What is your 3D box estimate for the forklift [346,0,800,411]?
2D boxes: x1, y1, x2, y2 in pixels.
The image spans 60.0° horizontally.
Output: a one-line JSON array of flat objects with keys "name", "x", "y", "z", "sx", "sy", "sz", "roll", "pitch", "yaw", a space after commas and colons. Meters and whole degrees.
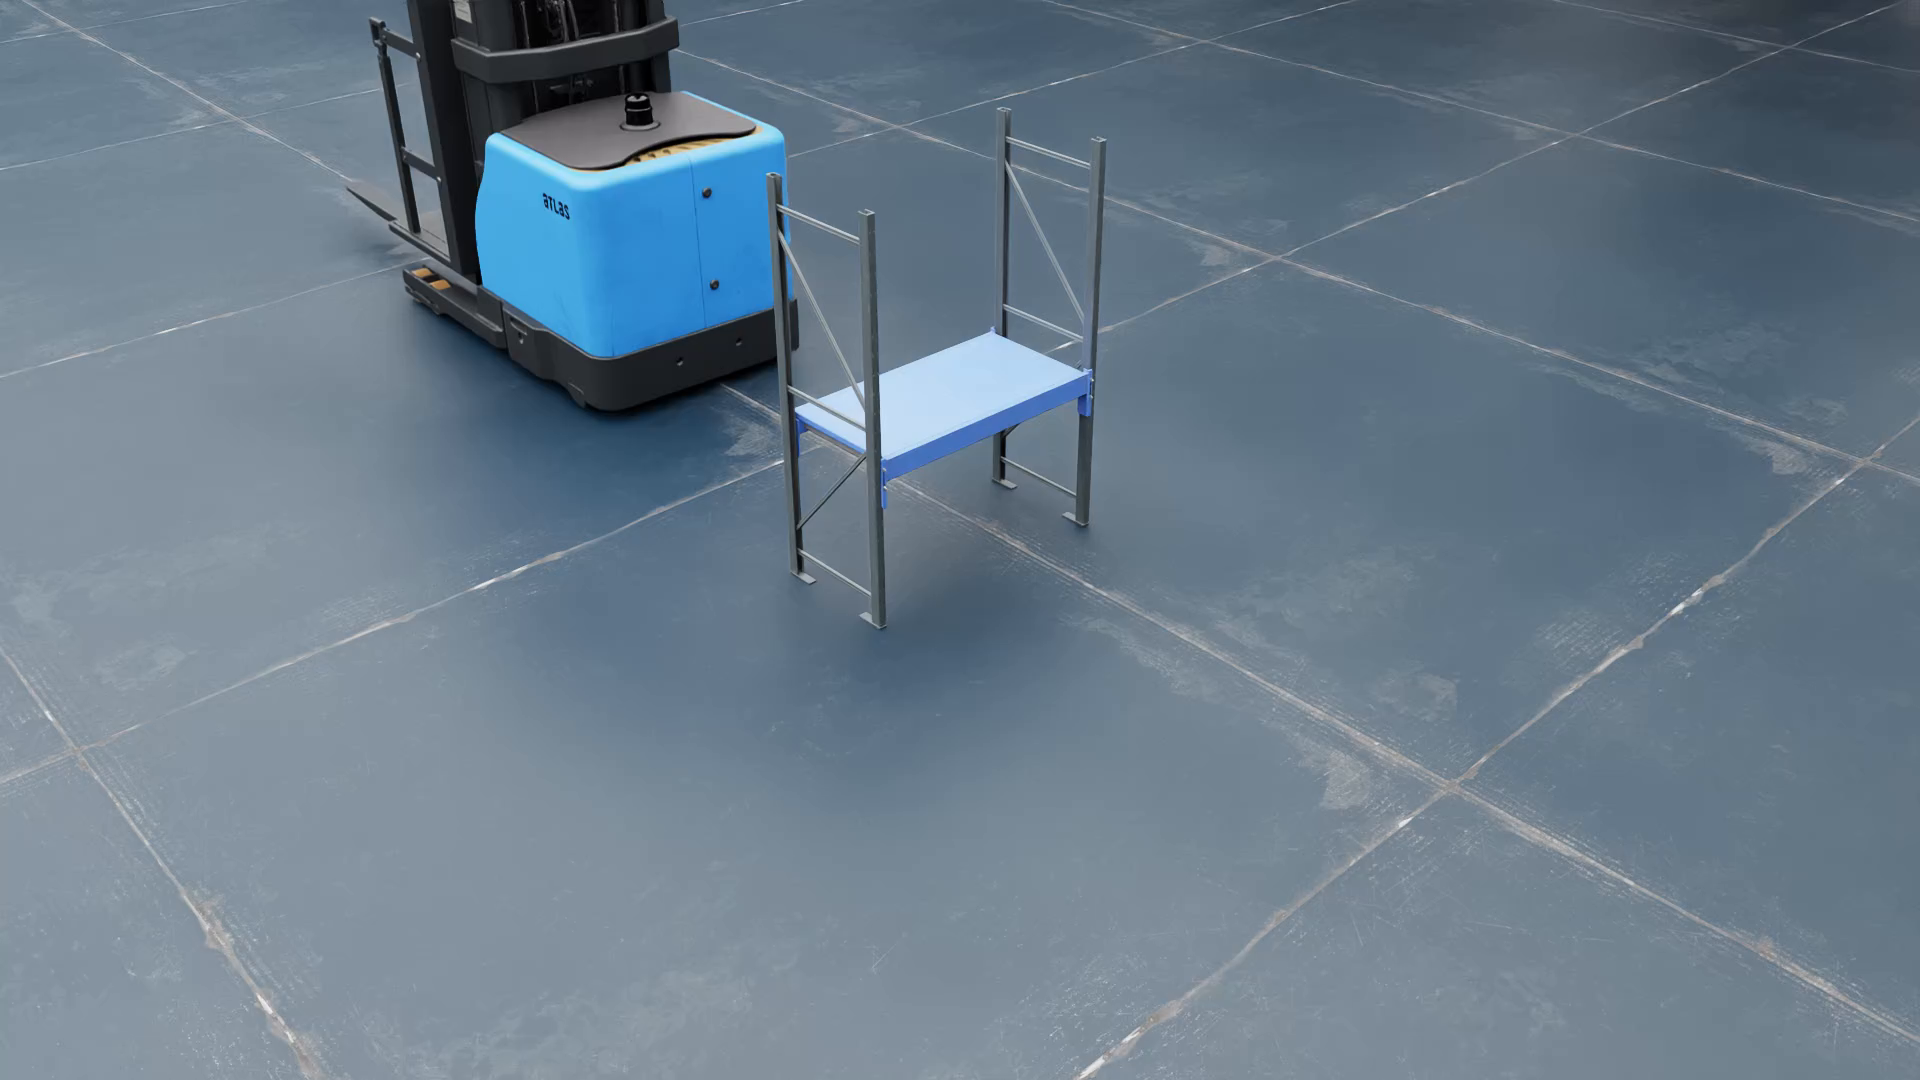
[{"name": "forklift", "x": -2.068, "y": -2.488, "z": 7.509, "sx": 1.130, "sy": 2.935, "sz": 3.031, "roll": -24, "pitch": 39, "yaw": -34}]

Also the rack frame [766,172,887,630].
[{"name": "rack frame", "x": -0.435, "y": -0.429, "z": 5.514, "sx": 0.032, "sy": 1.500, "sz": 0.500, "roll": -26, "pitch": 40, "yaw": -35}]

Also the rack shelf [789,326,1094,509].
[{"name": "rack shelf", "x": -0.063, "y": -0.456, "z": 5.903, "sx": 1.000, "sy": 0.185, "sz": 0.538, "roll": -26, "pitch": 40, "yaw": -35}]

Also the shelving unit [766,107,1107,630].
[{"name": "shelving unit", "x": -0.063, "y": -0.610, "z": 5.809, "sx": 1.048, "sy": 1.500, "sz": 0.538, "roll": -26, "pitch": 40, "yaw": -35}]

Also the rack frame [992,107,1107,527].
[{"name": "rack frame", "x": 0.310, "y": -0.790, "z": 6.104, "sx": 0.032, "sy": 1.500, "sz": 0.500, "roll": -26, "pitch": 40, "yaw": -35}]
